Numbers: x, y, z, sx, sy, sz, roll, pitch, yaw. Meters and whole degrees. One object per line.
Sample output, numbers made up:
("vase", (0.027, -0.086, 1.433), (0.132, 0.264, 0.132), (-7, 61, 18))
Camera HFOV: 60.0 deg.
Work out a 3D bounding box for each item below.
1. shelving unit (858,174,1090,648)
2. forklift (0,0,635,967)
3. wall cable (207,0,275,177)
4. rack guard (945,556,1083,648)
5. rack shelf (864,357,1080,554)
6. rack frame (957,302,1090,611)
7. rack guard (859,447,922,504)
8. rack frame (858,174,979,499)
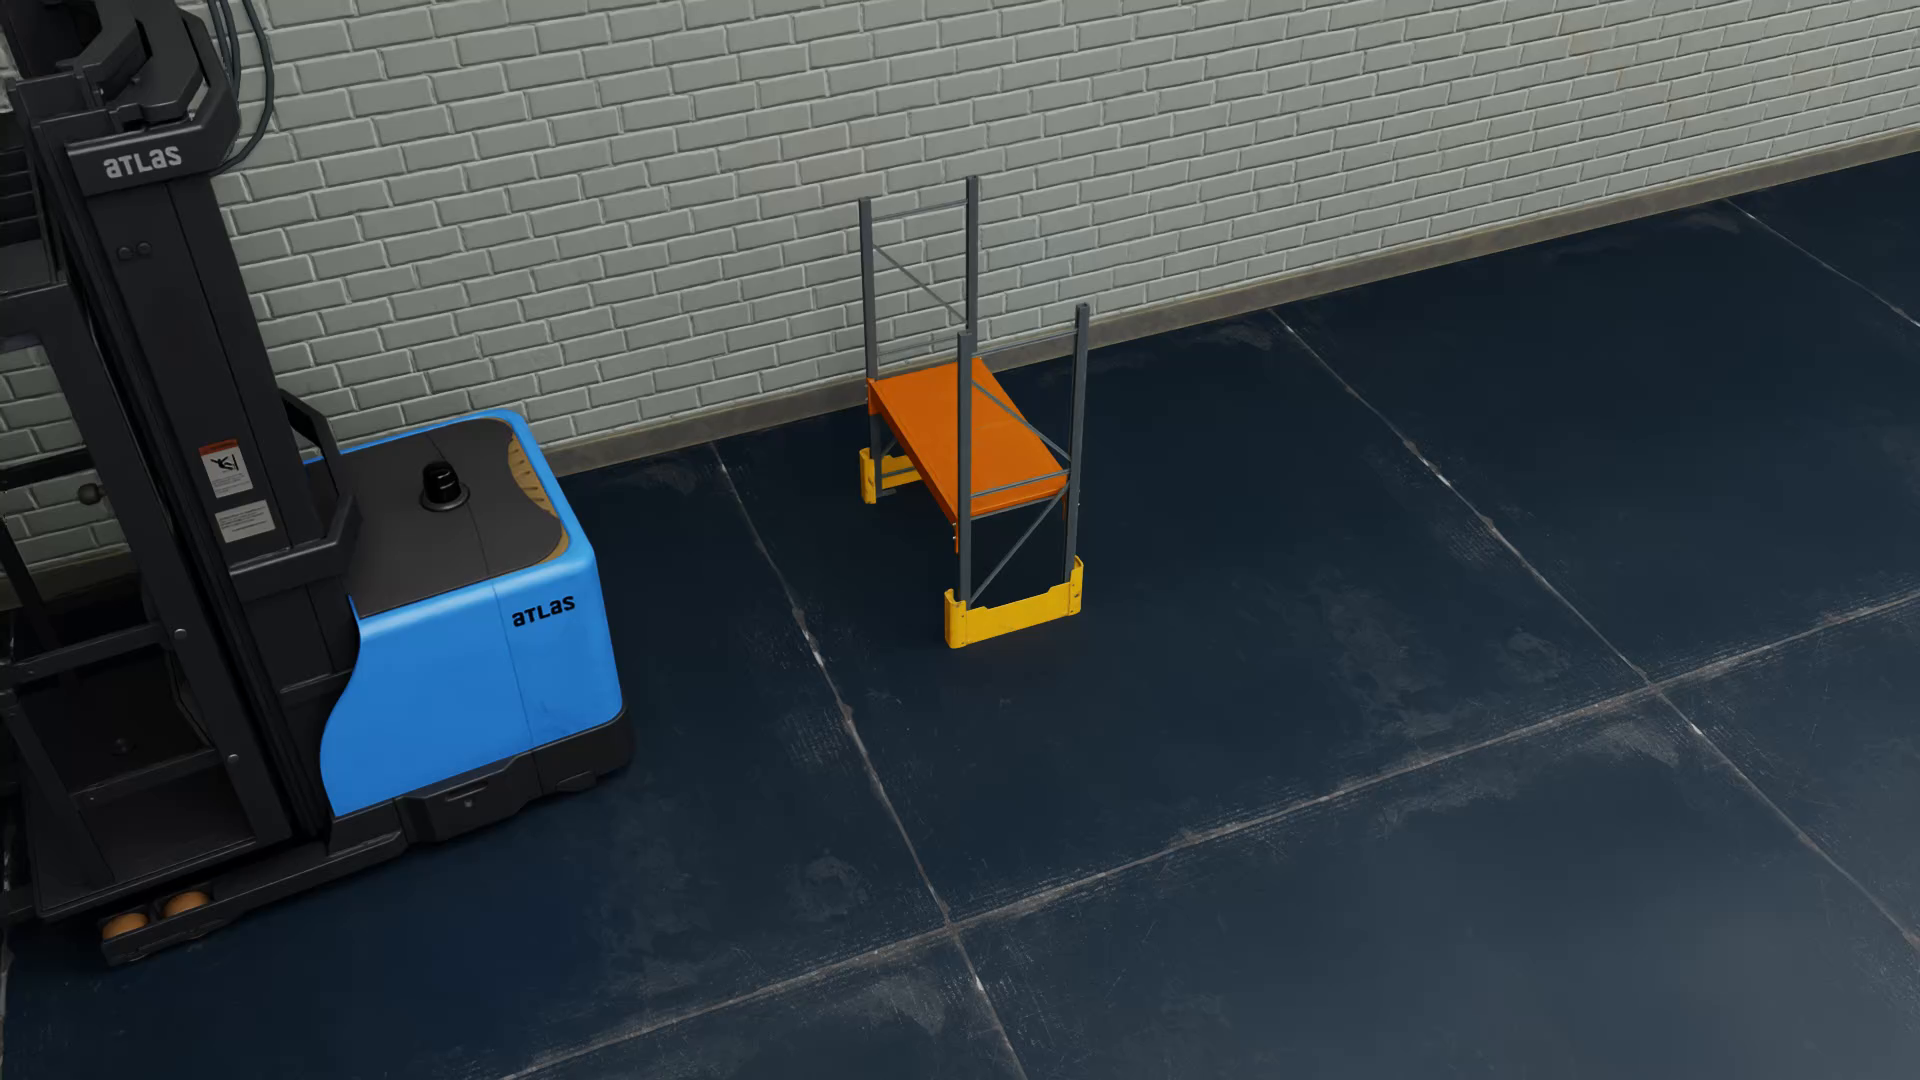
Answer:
("shelving unit", (0.029, -0.523, 6.708), (0.587, 1.500, 1.083), (-15, 43, -17))
("forklift", (-2.767, -0.089, 5.105), (3.031, 2.935, 1.130), (-19, 44, -20))
("wall cable", (-3.900, -1.949, 4.997), (3.097, 2.526, 0.112), (-15, 43, -17))
("rack guard", (0.220, 0.251, 6.766), (0.587, 0.250, 0.087), (-15, 43, -17))
("rack shelf", (0.033, -0.381, 6.818), (0.538, 0.185, 1.000), (-15, 43, -17))
("rack frame", (0.227, -0.211, 6.345), (0.500, 1.500, 0.032), (-15, 43, -17))
("rack guard", (-0.161, -0.349, 7.464), (0.587, 0.250, 0.087), (-15, 43, -17))
("rack frame", (-0.162, -0.823, 7.057), (0.500, 1.500, 0.032), (-15, 43, -17))
